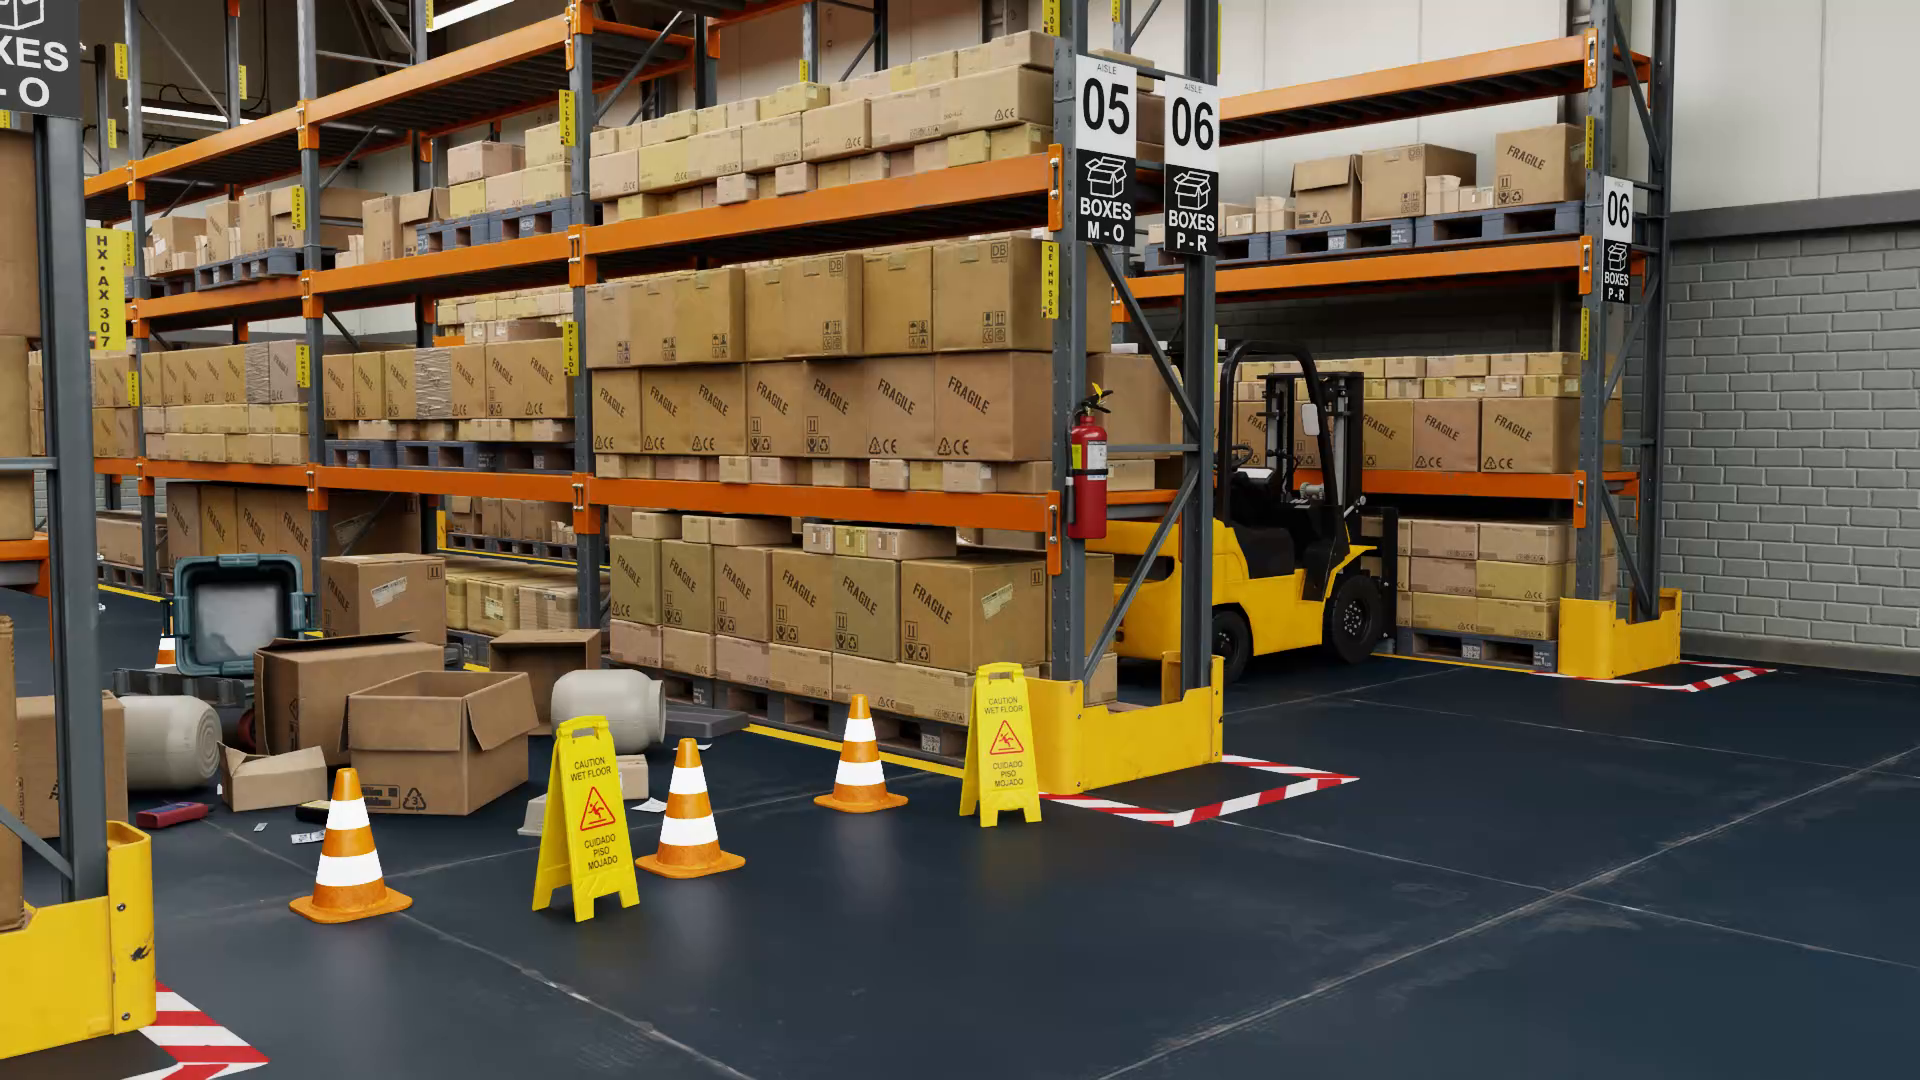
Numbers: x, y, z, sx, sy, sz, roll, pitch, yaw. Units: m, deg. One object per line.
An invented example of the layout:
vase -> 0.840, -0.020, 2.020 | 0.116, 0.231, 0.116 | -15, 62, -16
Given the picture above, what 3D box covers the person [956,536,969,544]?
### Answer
person -> -0.153, 0.357, 11.321 | 0.574, 0.975, 0.900 | 1, 4, 17
